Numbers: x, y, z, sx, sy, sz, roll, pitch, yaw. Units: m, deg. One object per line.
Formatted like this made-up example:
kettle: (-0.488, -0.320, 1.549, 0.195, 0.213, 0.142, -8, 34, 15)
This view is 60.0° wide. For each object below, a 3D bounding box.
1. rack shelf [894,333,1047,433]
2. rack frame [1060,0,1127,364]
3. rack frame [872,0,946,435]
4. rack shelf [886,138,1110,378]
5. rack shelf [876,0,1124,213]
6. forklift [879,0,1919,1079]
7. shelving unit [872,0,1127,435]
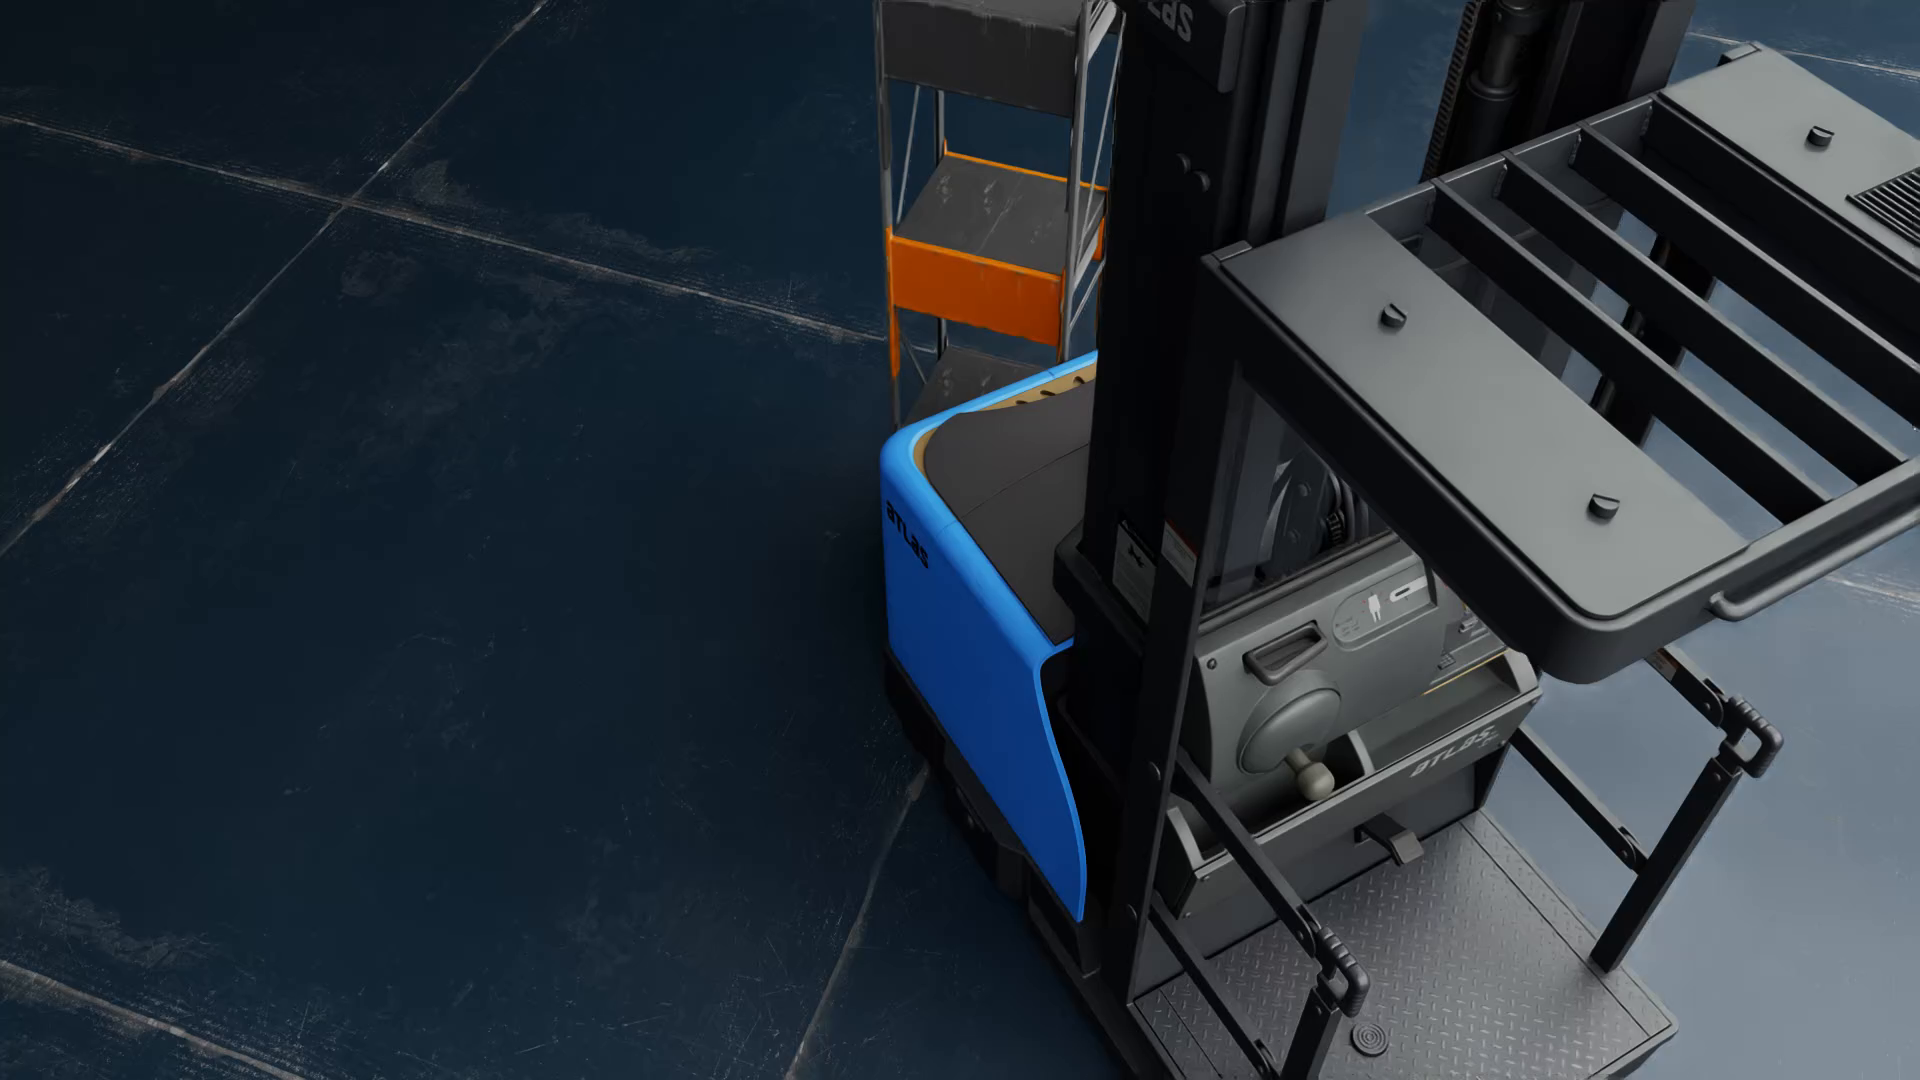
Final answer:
rack shelf: (0.108, -0.243, 5.016, 0.480, 0.518, 0.431, 16, 51, 13)
rack frame: (0.336, -0.646, 4.420, 0.015, 2.100, 0.400, 16, 51, 13)
rack frame: (-0.120, -0.776, 4.533, 0.015, 2.100, 0.400, 16, 51, 13)
rack shelf: (0.108, -0.702, 4.487, 0.480, 0.518, 0.431, 16, 51, 13)
rack shelf: (0.108, -1.160, 3.958, 0.480, 0.518, 0.431, 16, 51, 13)
forklift: (0.953, 0.280, 3.068, 1.130, 2.935, 3.031, -23, 53, -19)
shelving unit: (0.108, -0.711, 4.477, 0.503, 2.100, 0.431, 16, 51, 13)
